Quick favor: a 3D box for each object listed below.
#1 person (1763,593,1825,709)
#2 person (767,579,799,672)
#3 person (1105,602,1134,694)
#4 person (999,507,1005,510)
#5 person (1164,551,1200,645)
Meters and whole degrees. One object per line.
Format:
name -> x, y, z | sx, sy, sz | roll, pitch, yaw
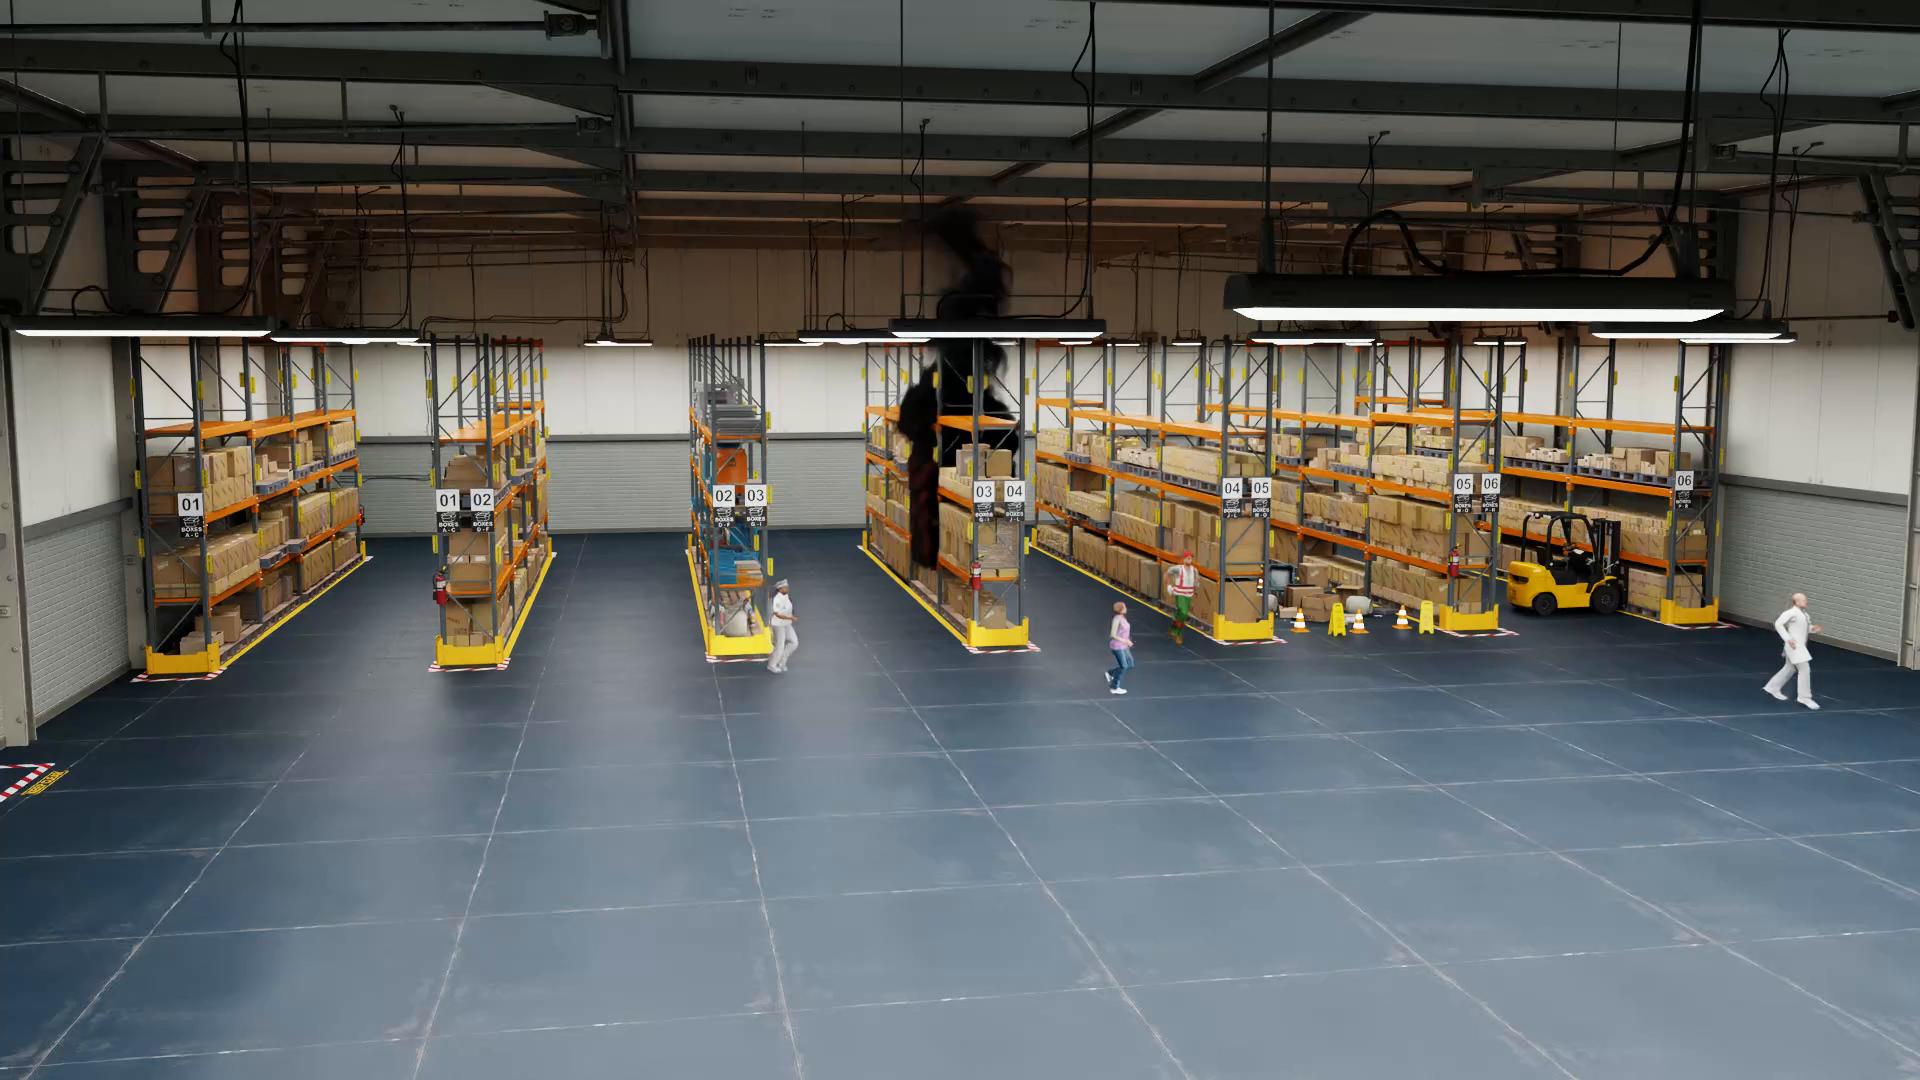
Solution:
person -> 13.463, 1.760, 26.813 | 0.893, 1.823, 0.699 | 5, 8, 38
person -> -3.111, 1.521, 29.488 | 0.647, 1.686, 0.596 | 3, 7, 23
person -> 2.658, 1.788, 27.650 | 0.530, 1.554, 0.512 | 3, 7, 21
person -> 0.901, -0.580, 48.229 | 0.819, 1.585, 0.647 | 0, 7, 3
person -> 4.387, 1.120, 32.646 | 0.656, 1.820, 0.777 | -4, 7, -29
